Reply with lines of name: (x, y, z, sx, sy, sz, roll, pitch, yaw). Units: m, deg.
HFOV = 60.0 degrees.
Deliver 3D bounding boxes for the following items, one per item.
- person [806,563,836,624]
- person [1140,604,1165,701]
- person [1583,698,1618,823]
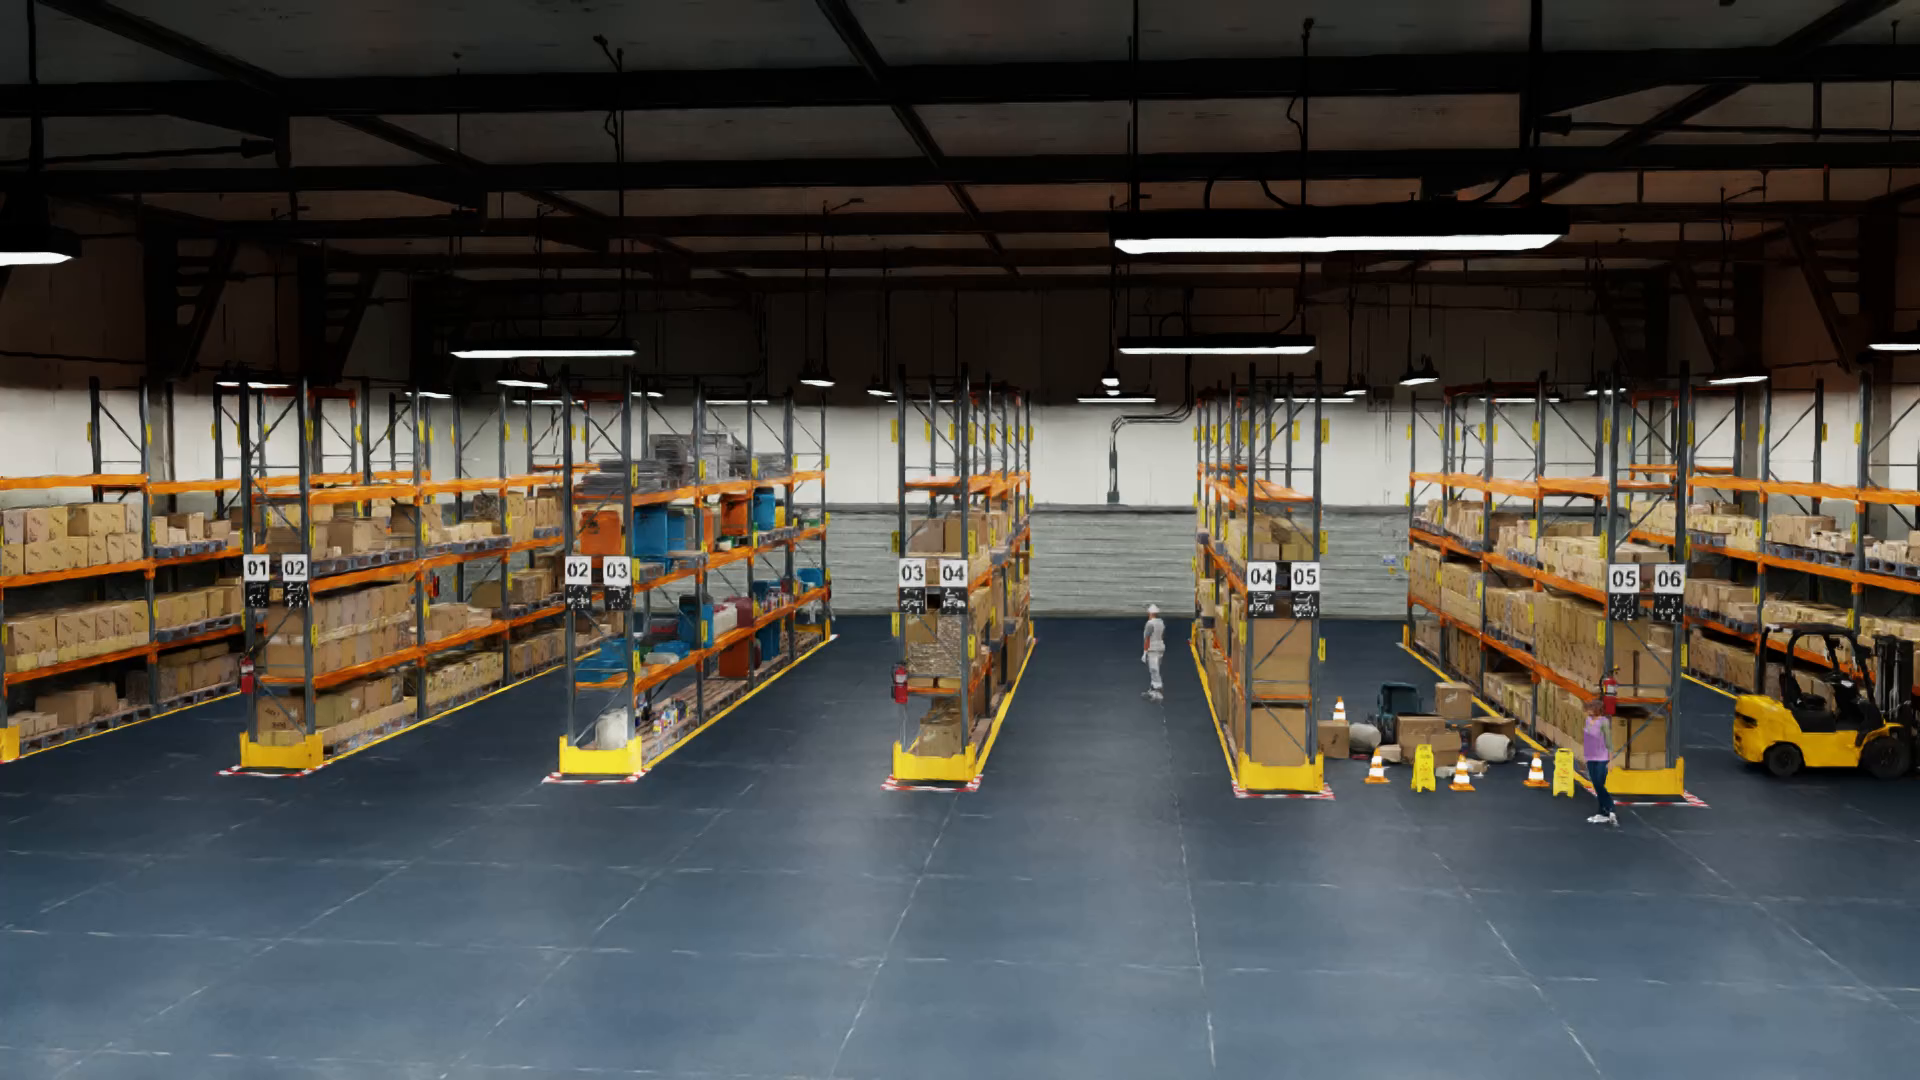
person: (-3.640, 1.386, 43.752, 0.505, 1.610, 0.934, 2, 4, 27)
person: (3.600, 2.095, 31.143, 0.575, 1.785, 0.655, 2, 4, 34)
person: (8.214, 2.828, 21.319, 0.366, 1.592, 0.520, -1, 4, -17)
